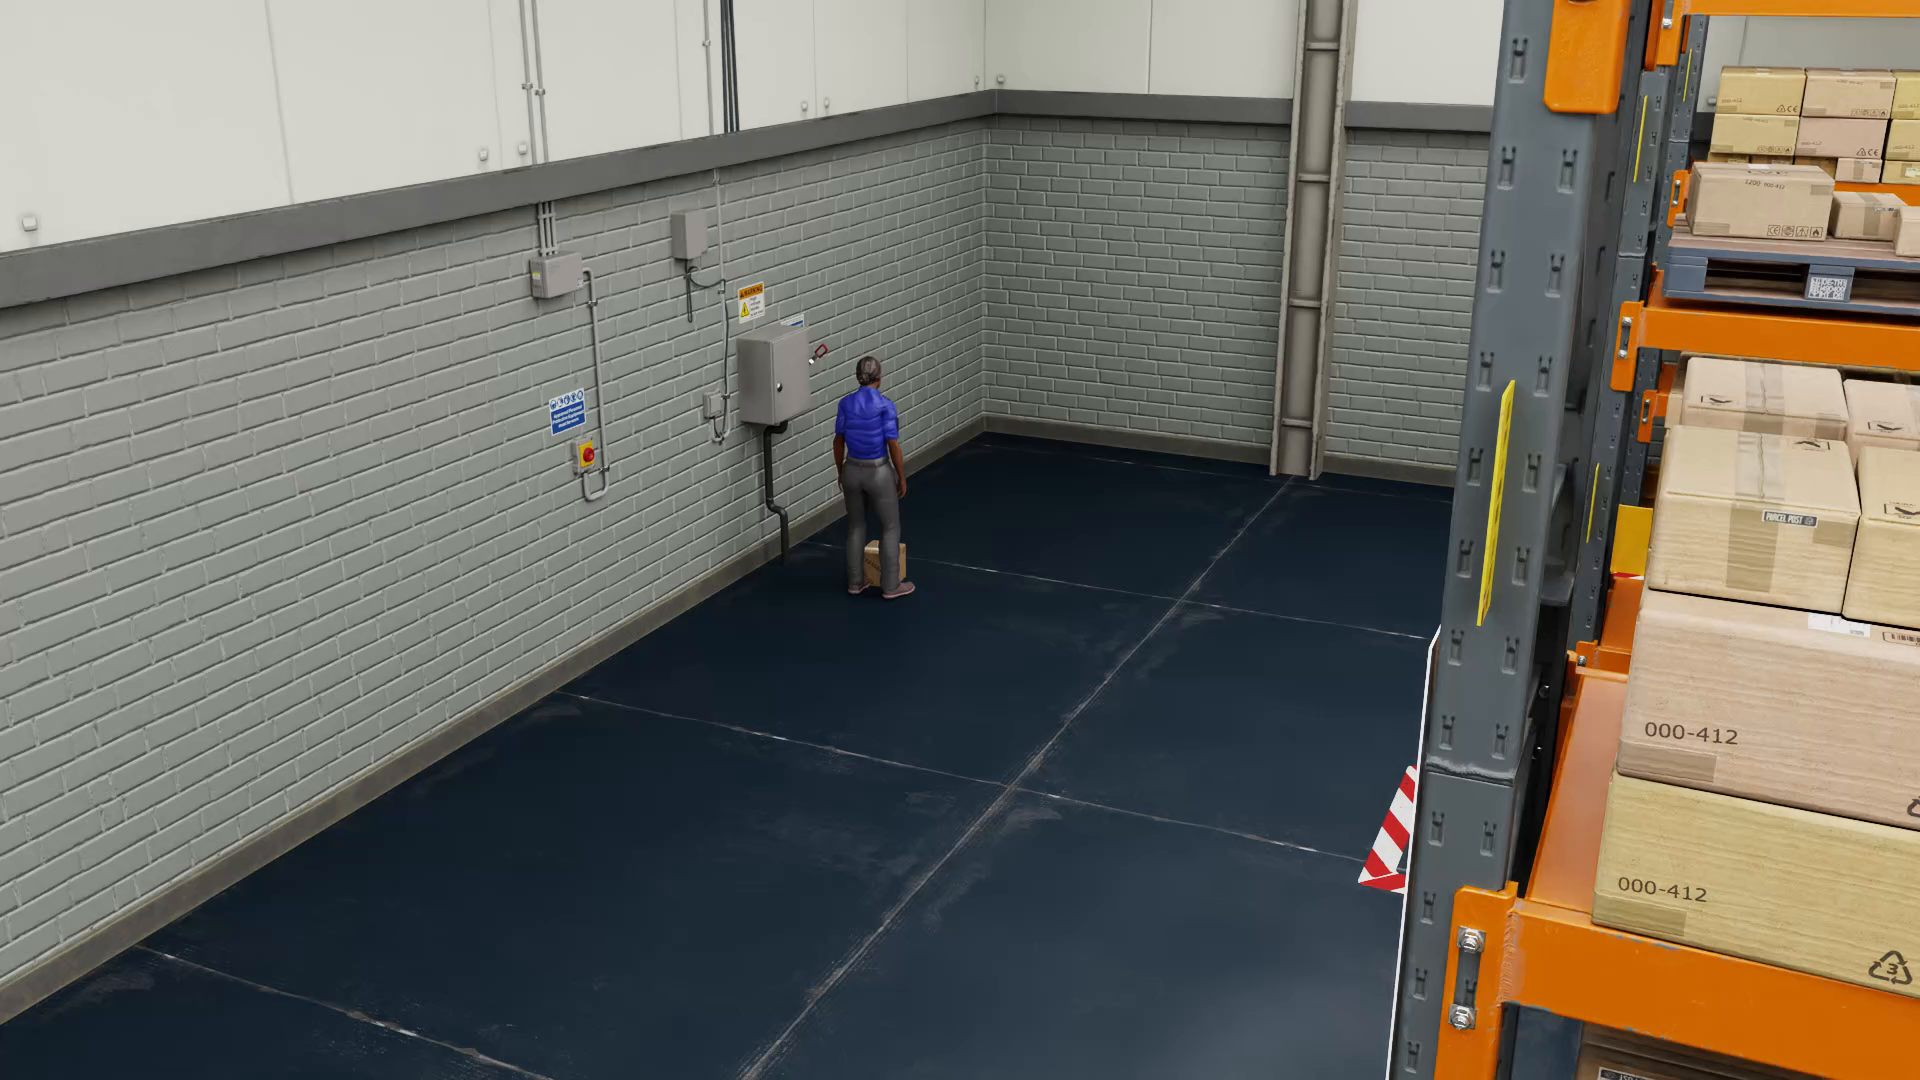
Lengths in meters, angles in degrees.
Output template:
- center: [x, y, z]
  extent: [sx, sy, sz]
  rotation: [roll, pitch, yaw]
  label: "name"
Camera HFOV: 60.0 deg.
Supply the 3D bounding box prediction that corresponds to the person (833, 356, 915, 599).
- center: [-0.601, -0.421, 11.285]
  extent: [0.528, 1.655, 0.348]
  rotation: [8, 21, 21]
  label: "person"
